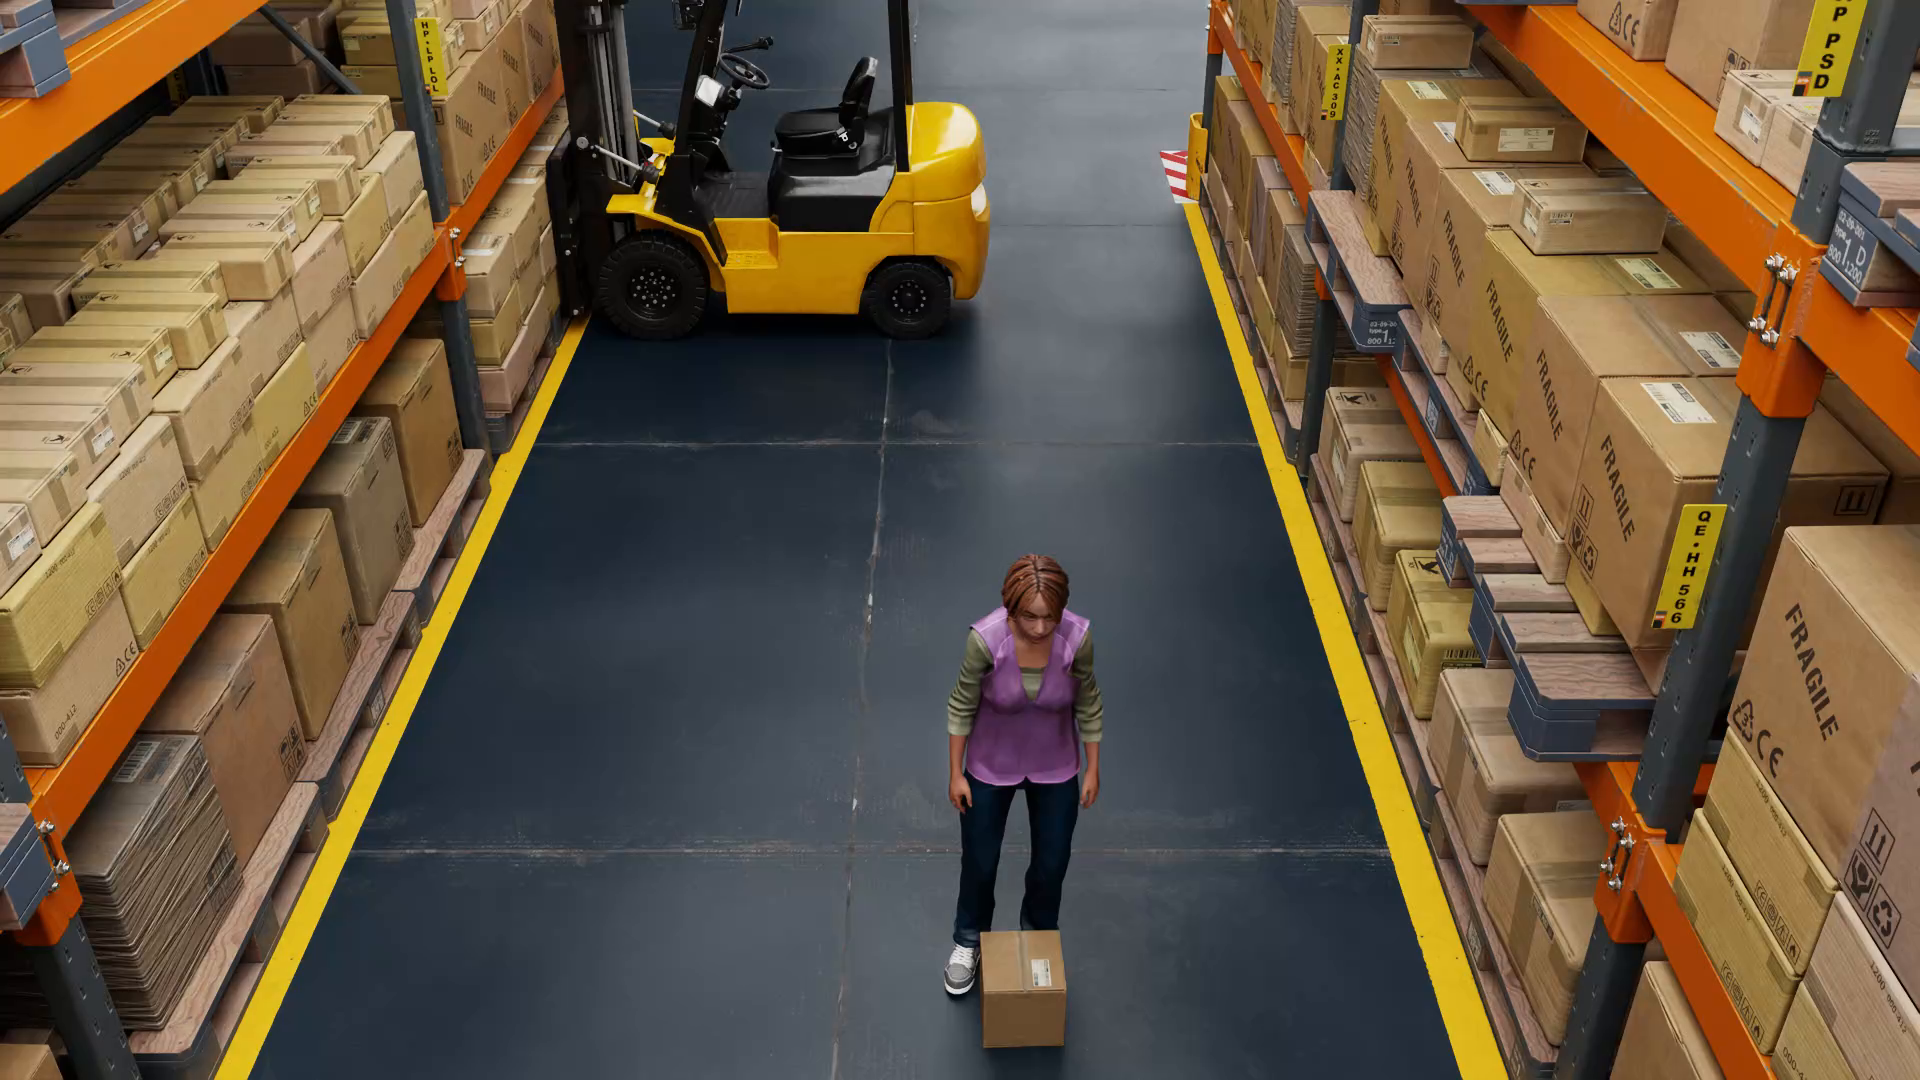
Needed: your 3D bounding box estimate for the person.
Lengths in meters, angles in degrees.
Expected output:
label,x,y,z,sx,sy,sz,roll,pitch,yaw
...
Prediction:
label,x,y,z,sx,sy,sz,roll,pitch,yaw
person,0.187,0.709,5.009,0.484,1.594,0.370,-2,32,-3
